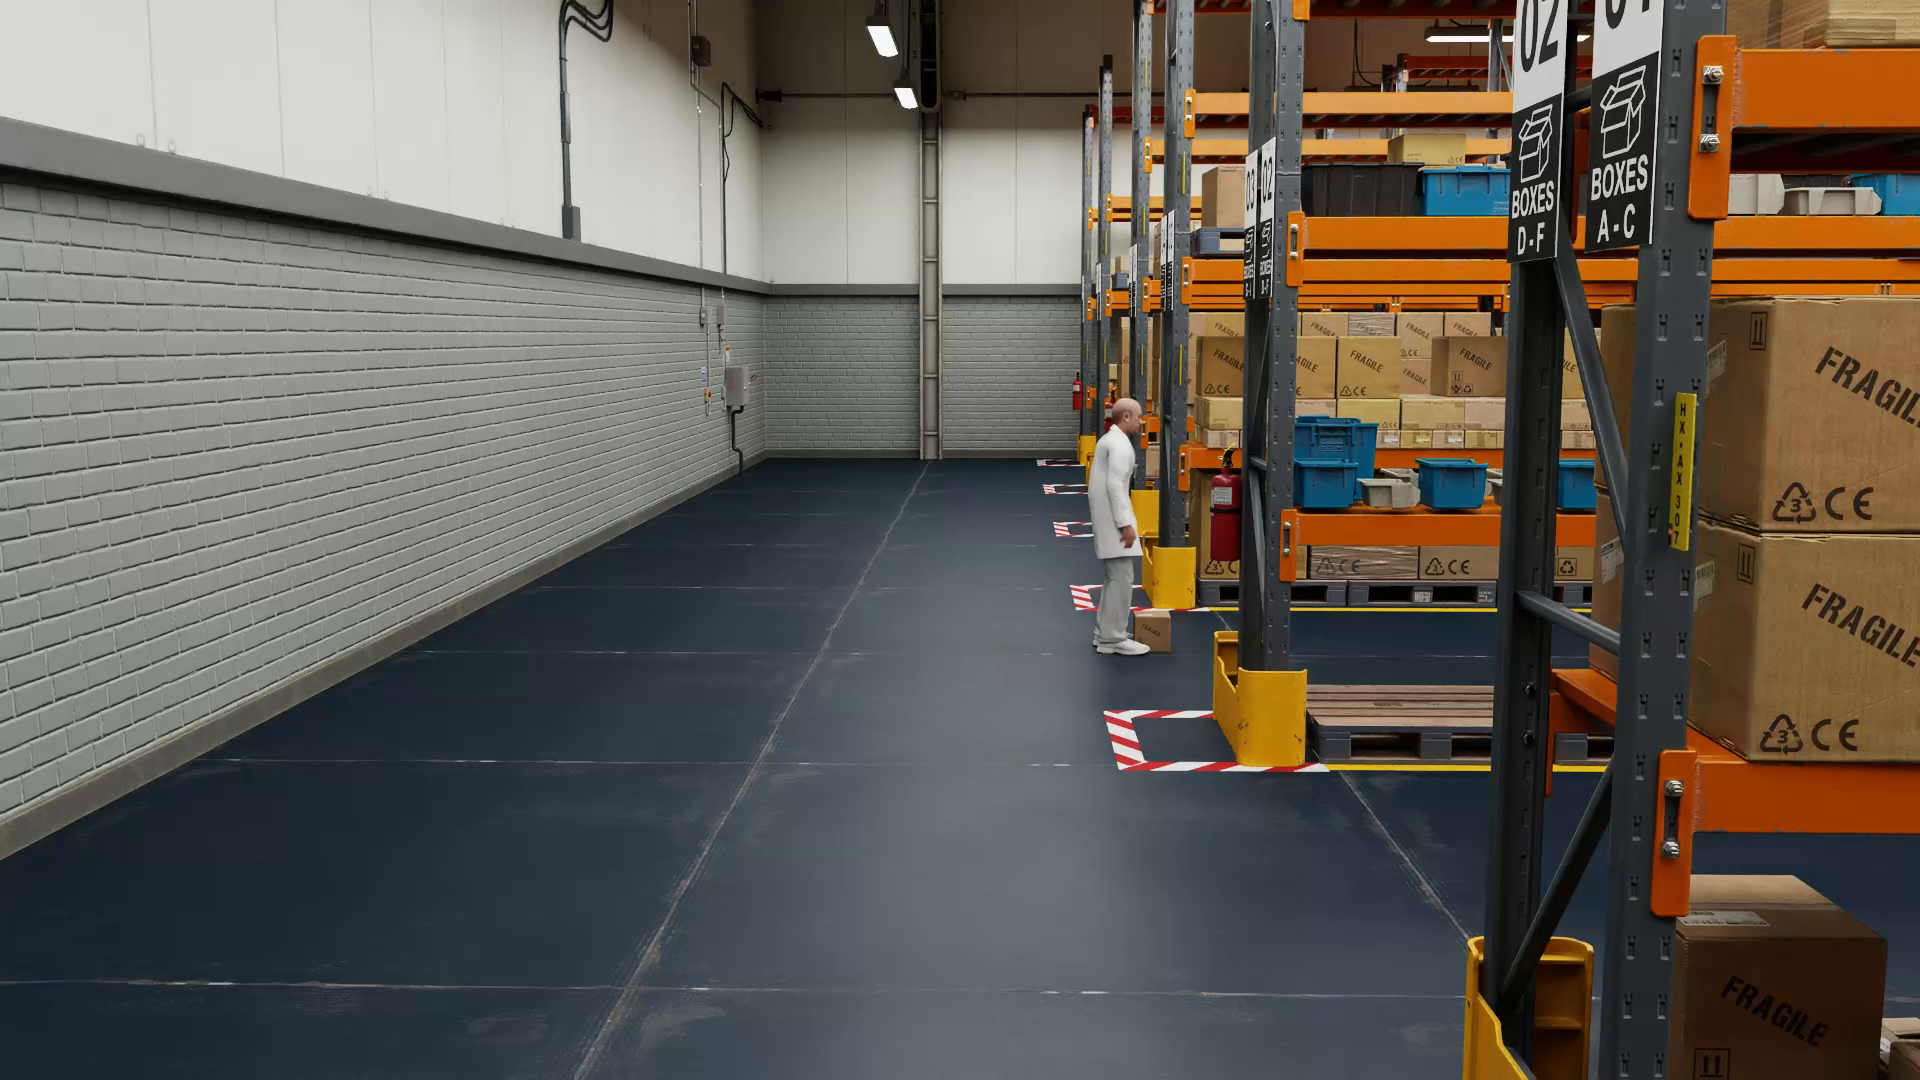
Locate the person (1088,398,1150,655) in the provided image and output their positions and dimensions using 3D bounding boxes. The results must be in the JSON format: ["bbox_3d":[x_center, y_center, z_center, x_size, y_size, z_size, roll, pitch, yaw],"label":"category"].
[{"bbox_3d":[1.113,-0.110,11.709,0.415,1.774,0.654,0,7,0],"label":"person"}]
